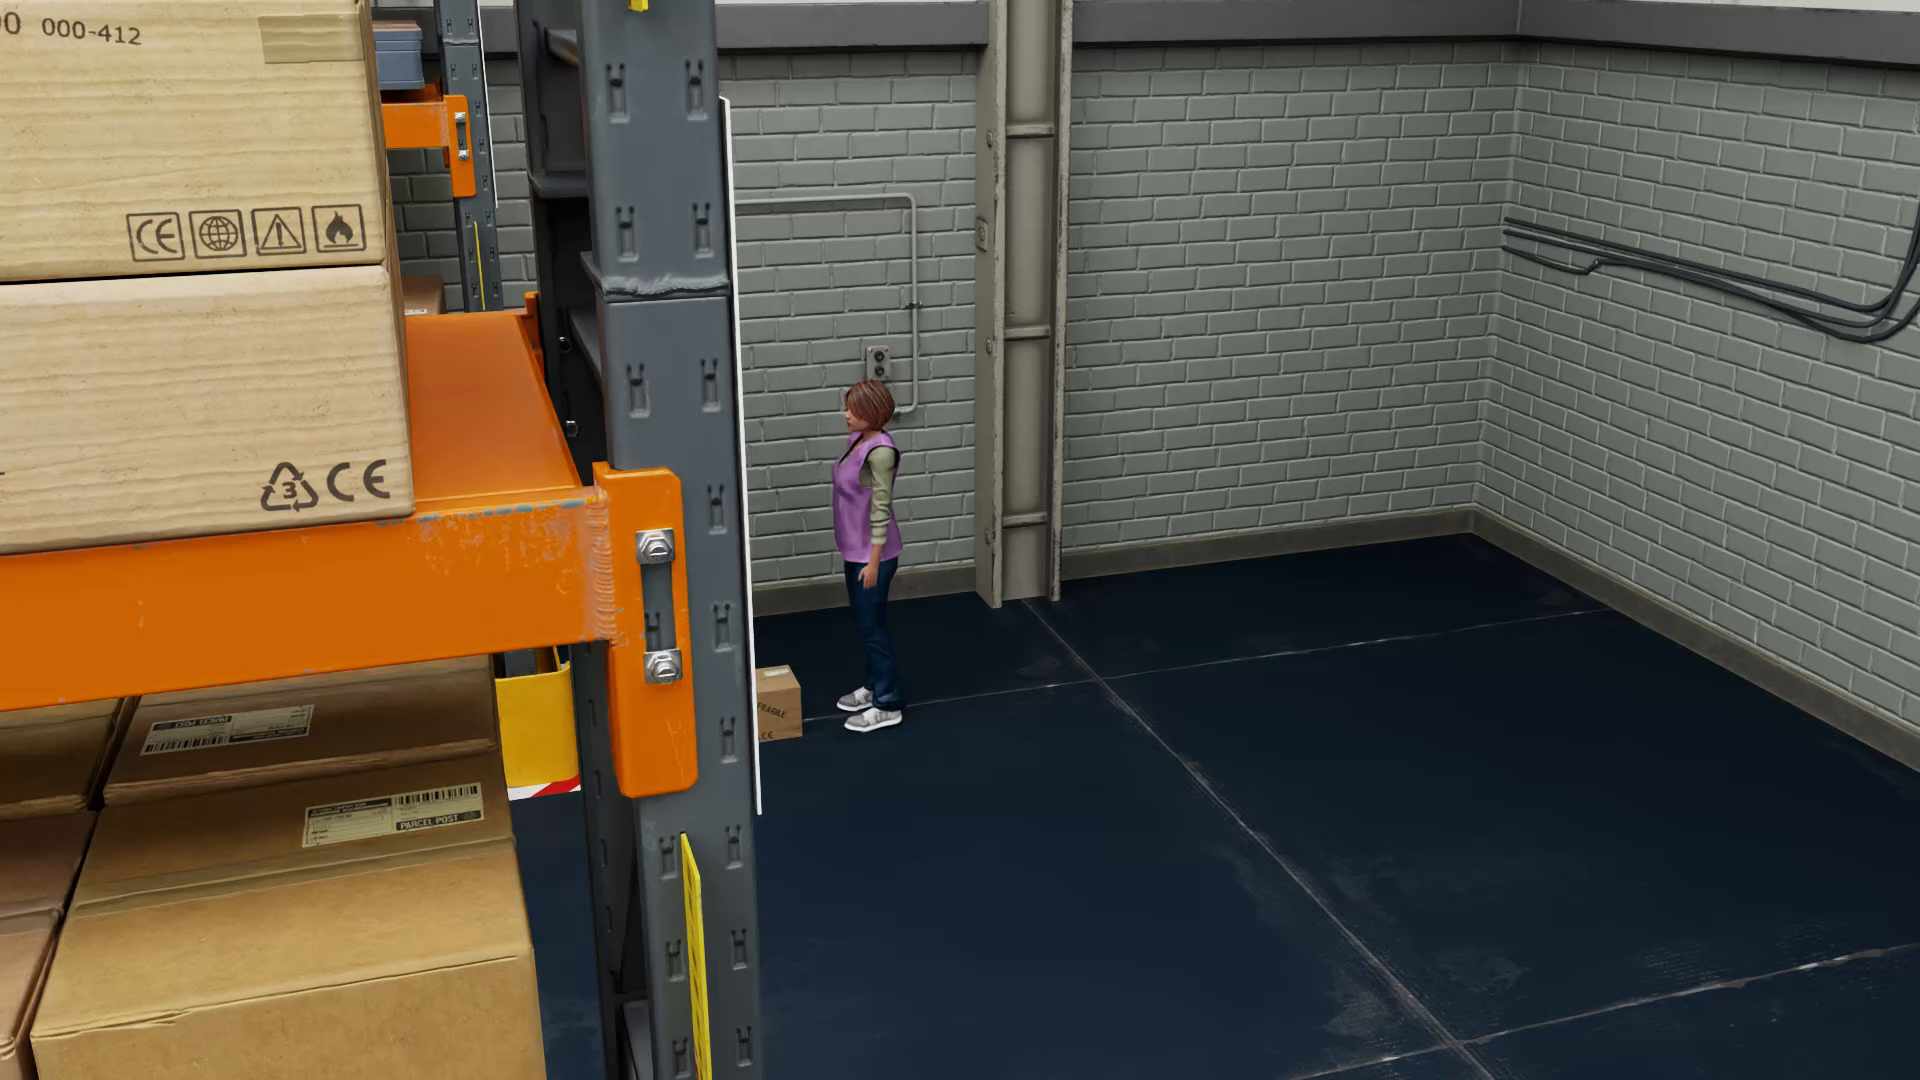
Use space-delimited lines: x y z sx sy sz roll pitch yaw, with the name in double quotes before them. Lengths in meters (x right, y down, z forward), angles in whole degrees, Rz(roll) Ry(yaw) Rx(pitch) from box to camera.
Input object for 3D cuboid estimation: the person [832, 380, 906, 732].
"person" -0.401 0.067 7.396 0.312 1.599 0.406 -6 20 -16
